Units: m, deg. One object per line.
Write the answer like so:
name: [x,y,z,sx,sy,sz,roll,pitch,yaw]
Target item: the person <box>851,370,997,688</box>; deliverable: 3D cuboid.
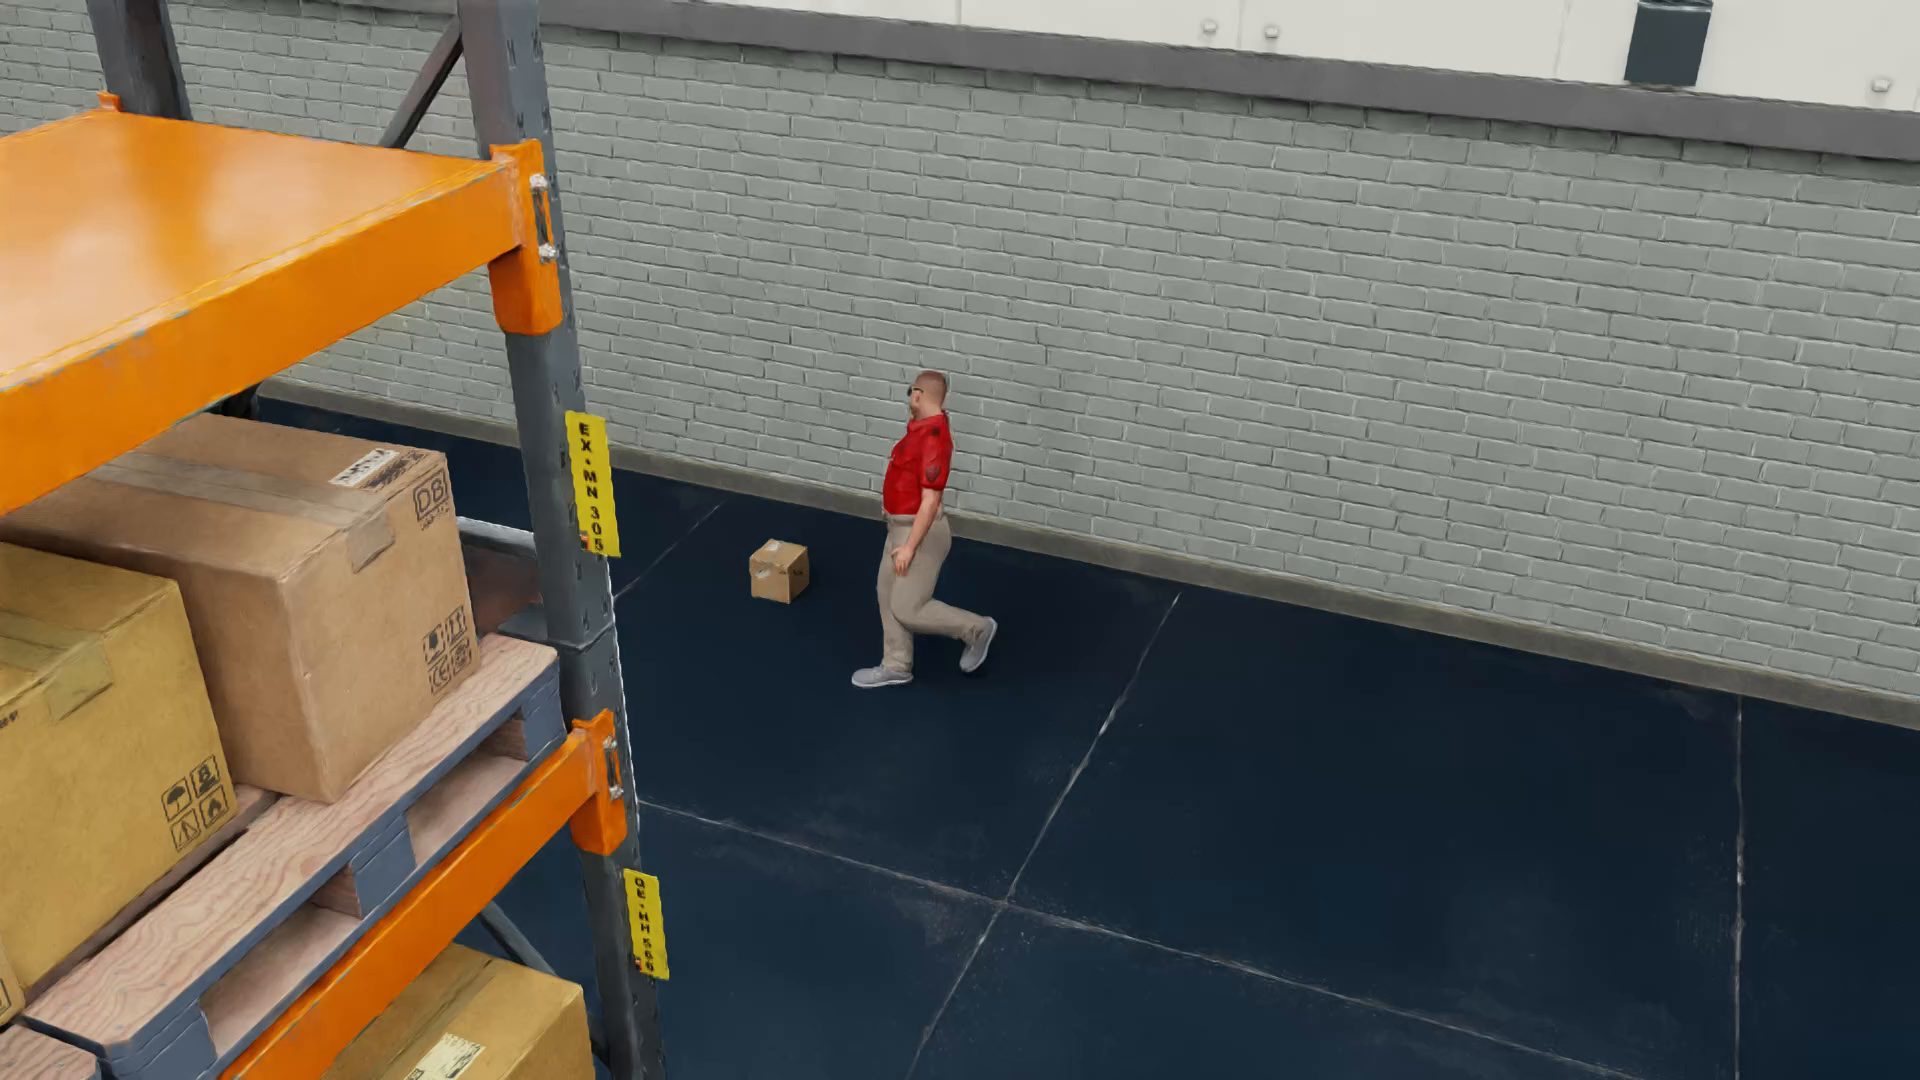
person: [-0.211,-0.011,8.549,0.758,1.605,0.609,-3,30,-5]
